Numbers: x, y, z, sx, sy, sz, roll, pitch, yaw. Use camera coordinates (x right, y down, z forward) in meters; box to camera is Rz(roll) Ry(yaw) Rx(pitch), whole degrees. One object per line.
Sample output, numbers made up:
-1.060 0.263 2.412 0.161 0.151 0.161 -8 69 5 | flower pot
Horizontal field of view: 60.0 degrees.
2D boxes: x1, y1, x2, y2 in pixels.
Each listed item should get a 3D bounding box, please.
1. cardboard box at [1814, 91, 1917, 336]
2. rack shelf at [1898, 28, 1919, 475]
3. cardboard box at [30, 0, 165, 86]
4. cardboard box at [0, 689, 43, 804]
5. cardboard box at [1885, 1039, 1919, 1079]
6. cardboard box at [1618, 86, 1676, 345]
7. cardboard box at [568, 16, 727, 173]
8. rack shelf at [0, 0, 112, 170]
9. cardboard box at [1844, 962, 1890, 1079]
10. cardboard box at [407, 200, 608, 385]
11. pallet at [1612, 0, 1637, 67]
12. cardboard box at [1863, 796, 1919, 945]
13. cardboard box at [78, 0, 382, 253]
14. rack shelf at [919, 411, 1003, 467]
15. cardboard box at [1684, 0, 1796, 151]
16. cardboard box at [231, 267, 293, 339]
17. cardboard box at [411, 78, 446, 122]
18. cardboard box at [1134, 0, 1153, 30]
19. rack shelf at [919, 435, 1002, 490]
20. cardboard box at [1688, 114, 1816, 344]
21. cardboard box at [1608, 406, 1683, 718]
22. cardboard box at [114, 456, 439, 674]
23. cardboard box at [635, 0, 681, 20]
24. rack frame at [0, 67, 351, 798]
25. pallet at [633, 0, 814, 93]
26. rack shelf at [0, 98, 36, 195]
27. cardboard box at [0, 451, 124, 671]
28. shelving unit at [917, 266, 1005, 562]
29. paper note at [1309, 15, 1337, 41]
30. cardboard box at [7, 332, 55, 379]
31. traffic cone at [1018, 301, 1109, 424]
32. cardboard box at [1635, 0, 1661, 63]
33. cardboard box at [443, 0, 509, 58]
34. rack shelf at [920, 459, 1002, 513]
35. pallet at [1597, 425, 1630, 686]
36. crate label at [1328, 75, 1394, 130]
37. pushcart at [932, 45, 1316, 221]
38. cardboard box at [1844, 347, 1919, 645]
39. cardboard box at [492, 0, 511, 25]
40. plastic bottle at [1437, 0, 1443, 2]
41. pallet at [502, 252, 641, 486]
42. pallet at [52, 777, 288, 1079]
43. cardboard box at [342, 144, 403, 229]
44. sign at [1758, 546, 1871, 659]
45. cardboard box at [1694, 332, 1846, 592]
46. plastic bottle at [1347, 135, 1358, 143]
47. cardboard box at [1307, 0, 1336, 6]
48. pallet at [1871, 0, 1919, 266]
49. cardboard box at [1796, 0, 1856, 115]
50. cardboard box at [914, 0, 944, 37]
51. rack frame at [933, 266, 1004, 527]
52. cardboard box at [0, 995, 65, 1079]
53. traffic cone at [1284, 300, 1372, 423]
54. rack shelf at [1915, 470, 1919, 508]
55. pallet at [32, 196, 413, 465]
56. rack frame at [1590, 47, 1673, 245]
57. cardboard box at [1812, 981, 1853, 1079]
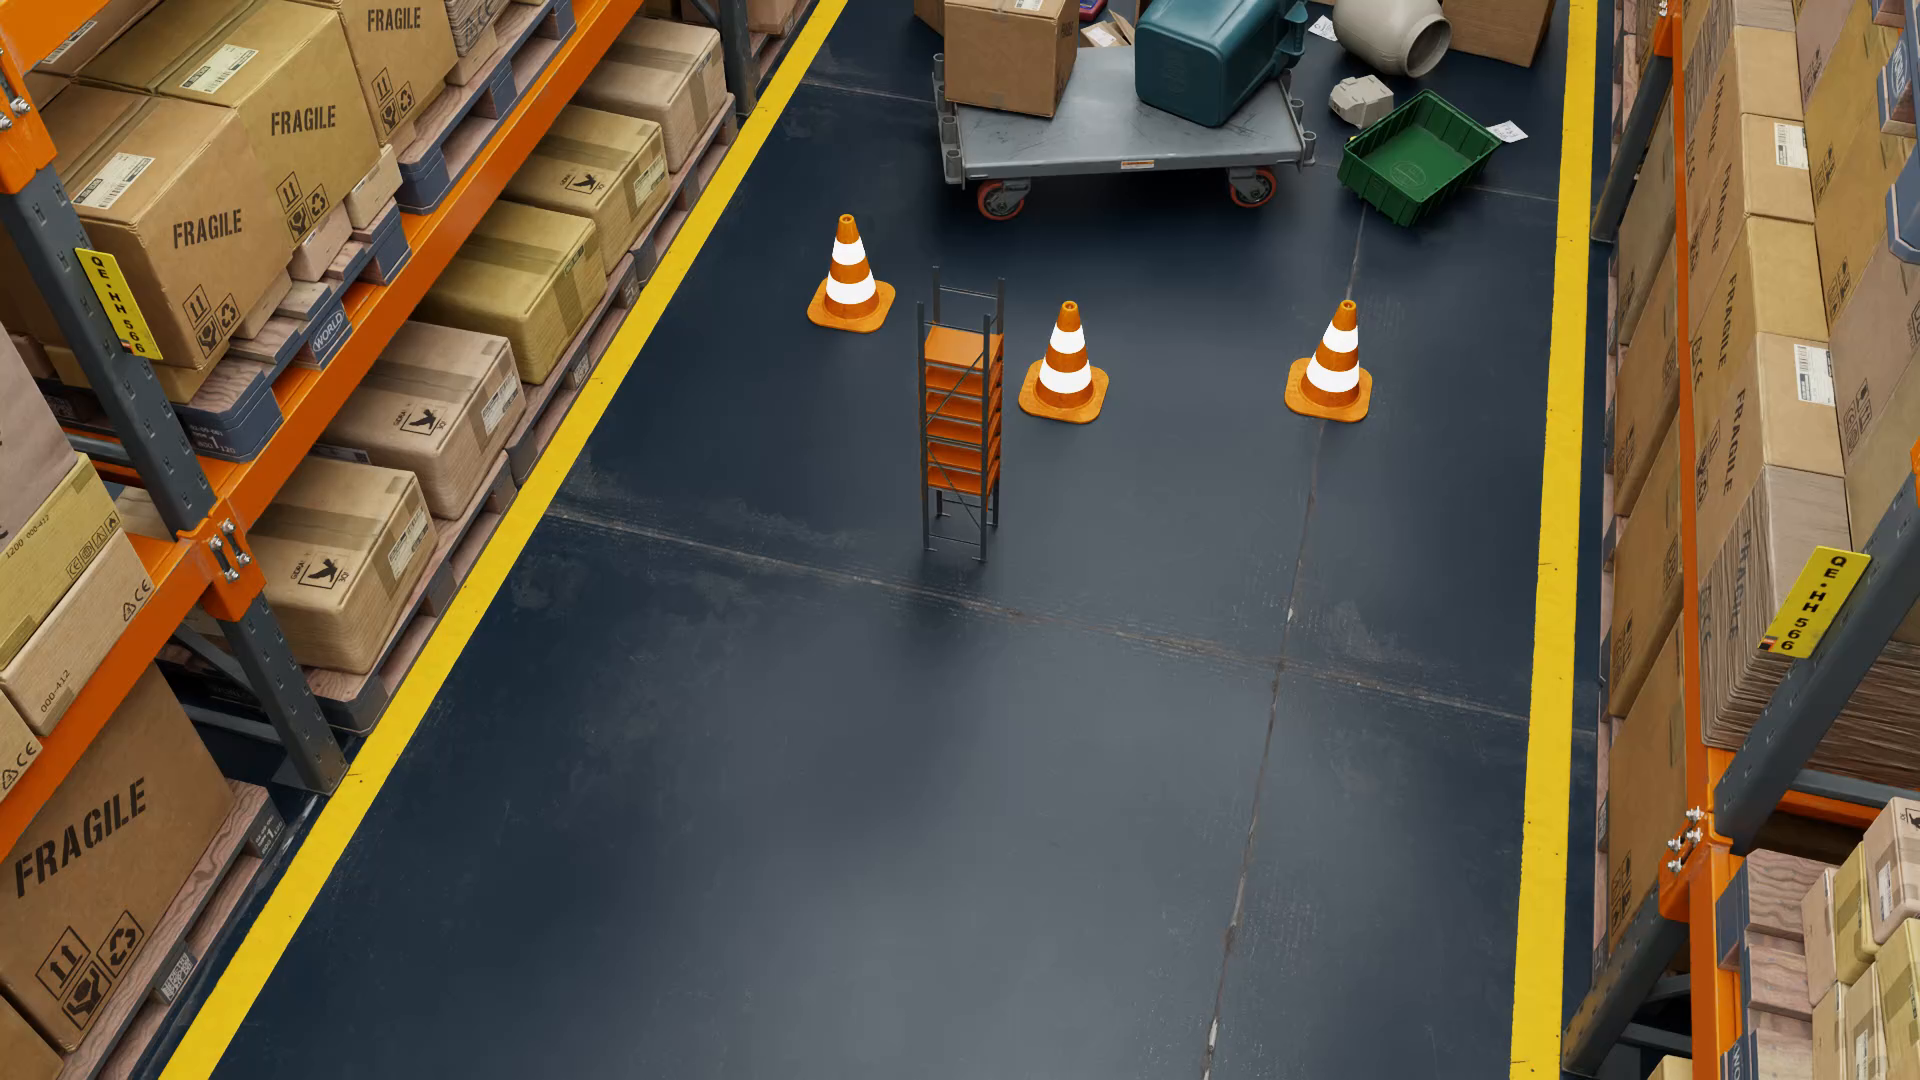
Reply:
2.652 -0.804 4.226 0.700 0.500 0.500 11 49 9 | cardboard box
2.786 -1.581 4.124 1.077 0.370 4.000 12 50 10 | rack shelf
-2.565 -1.314 4.864 0.500 0.500 0.500 11 49 9 | cardboard box
-2.544 0.556 3.859 0.500 0.250 0.500 12 50 11 | cardboard box
1.814 1.035 2.827 0.380 0.149 0.250 11 50 10 | cardboard box
3.236 -1.201 6.530 1.050 0.750 0.750 11 50 10 | cardboard box
-1.625 -2.066 7.546 0.950 0.372 0.625 12 50 11 | cardboard box
-2.016 -2.485 4.922 1.077 0.370 4.000 12 50 10 | rack shelf
1.870 0.972 3.080 0.380 0.149 0.250 14 50 12 | cardboard box
-1.992 -1.042 6.642 0.950 0.372 0.625 13 50 11 | cardboard box
3.907 -2.770 8.554 1.003 0.211 1.213 12 50 10 | pallet
1.950 0.667 3.152 0.380 0.149 0.250 12 50 10 | cardboard box
-2.070 -1.212 4.774 0.500 0.500 0.500 14 50 12 | cardboard box
0.004 -0.378 5.843 0.258 0.103 0.180 12 50 10 | rack shelf
2.782 -1.614 5.607 0.500 0.500 0.500 12 50 10 | cardboard box
-2.171 -0.736 4.786 0.380 0.149 0.250 9 49 8 | cardboard box
-1.937 -1.521 5.479 0.380 0.149 0.250 13 50 12 | cardboard box
1.305 -2.841 8.331 0.797 0.637 0.503 12 50 10 | cardboard box
0.004 -0.299 5.933 0.258 0.103 0.180 12 50 10 | rack shelf
2.514 -0.885 4.964 0.500 0.500 0.500 12 50 11 | cardboard box
2.734 0.170 5.320 1.050 0.750 0.750 12 50 11 | cardboard box
-2.384 0.040 5.686 0.950 0.372 0.625 9 49 7 | cardboard box
-1.593 -2.887 8.351 0.500 0.250 0.500 14 50 12 | cardboard box
-2.542 -0.284 4.500 1.000 3.000 0.127 12 50 10 | rack frame
-1.347 -2.747 8.534 1.003 0.211 1.213 12 50 10 | pallet
-3.069 0.409 2.368 1.077 0.370 4.000 12 50 10 | rack shelf
-2.425 0.001 4.015 0.500 0.250 0.500 11 50 10 | cardboard box
0.004 -0.407 5.809 0.258 1.200 0.189 12 50 10 | shelving unit
1.905 -2.632 8.557 0.172 0.023 0.155 28 54 22 | paper note
-2.683 -0.623 4.687 0.380 0.149 0.250 13 50 11 | cardboard box
0.423 -0.757 6.610 0.336 0.463 0.334 12 50 10 | traffic cone
3.779 -2.803 7.860 0.875 0.875 0.875 12 50 10 | cardboard box
-1.798 -1.958 5.432 0.500 0.500 0.500 10 49 9 | cardboard box
0.004 -0.219 6.023 0.258 0.103 0.180 12 50 10 | rack shelf
2.863 0.108 6.014 1.003 0.211 1.213 12 50 10 | pallet
1.943 -2.126 8.035 0.298 0.136 0.250 -19 51 -16 | crate label
0.723 -1.895 7.671 1.648 0.377 0.936 -4 49 -3 | pushcart
2.388 -0.067 3.575 0.700 0.500 0.500 11 50 10 | cardboard box
-1.809 -1.901 5.814 0.380 0.149 0.250 10 49 9 | cardboard box
2.414 -2.884 8.755 0.283 0.061 0.133 -4 49 -3 | plastic bottle
-2.012 -0.805 6.820 1.003 0.211 1.213 12 50 10 | pallet
-2.822 1.195 5.055 1.003 0.211 1.213 12 50 10 | pallet
-1.962 -1.119 5.125 0.380 0.149 0.250 12 50 10 | cardboard box
1.723 0.130 3.362 0.100 0.325 0.005 12 50 10 | sign
2.252 -0.152 4.317 0.500 0.500 0.500 12 50 10 | cardboard box
1.929 -1.798 7.796 0.133 0.061 0.283 -11 50 -10 | plastic bottle
1.988 -2.975 8.699 0.396 0.266 0.258 19 51 16 | cardboard box
2.378 -0.786 3.068 1.213 0.211 1.003 14 50 12 | pallet
2.921 -1.539 4.874 0.700 0.500 0.500 12 50 10 | cardboard box
0.105 -2.857 8.436 0.500 0.500 0.500 -27 54 -22 | cardboard box
0.028 -0.474 5.868 0.240 1.200 0.006 12 50 10 | rack frame
-3.043 1.408 4.144 0.875 0.875 0.875 12 50 10 | cardboard box
1.503 -0.762 6.614 0.336 0.463 0.334 12 50 10 | traffic cone
1.733 1.312 1.570 1.077 0.370 4.000 12 50 10 | rack shelf
-2.457 -0.757 5.045 1.213 0.211 1.003 12 50 10 | pallet
3.313 -2.273 6.256 1.000 3.000 0.127 12 50 10 | rack frame
1.877 1.042 3.217 0.380 0.149 0.250 14 50 12 | cardboard box
